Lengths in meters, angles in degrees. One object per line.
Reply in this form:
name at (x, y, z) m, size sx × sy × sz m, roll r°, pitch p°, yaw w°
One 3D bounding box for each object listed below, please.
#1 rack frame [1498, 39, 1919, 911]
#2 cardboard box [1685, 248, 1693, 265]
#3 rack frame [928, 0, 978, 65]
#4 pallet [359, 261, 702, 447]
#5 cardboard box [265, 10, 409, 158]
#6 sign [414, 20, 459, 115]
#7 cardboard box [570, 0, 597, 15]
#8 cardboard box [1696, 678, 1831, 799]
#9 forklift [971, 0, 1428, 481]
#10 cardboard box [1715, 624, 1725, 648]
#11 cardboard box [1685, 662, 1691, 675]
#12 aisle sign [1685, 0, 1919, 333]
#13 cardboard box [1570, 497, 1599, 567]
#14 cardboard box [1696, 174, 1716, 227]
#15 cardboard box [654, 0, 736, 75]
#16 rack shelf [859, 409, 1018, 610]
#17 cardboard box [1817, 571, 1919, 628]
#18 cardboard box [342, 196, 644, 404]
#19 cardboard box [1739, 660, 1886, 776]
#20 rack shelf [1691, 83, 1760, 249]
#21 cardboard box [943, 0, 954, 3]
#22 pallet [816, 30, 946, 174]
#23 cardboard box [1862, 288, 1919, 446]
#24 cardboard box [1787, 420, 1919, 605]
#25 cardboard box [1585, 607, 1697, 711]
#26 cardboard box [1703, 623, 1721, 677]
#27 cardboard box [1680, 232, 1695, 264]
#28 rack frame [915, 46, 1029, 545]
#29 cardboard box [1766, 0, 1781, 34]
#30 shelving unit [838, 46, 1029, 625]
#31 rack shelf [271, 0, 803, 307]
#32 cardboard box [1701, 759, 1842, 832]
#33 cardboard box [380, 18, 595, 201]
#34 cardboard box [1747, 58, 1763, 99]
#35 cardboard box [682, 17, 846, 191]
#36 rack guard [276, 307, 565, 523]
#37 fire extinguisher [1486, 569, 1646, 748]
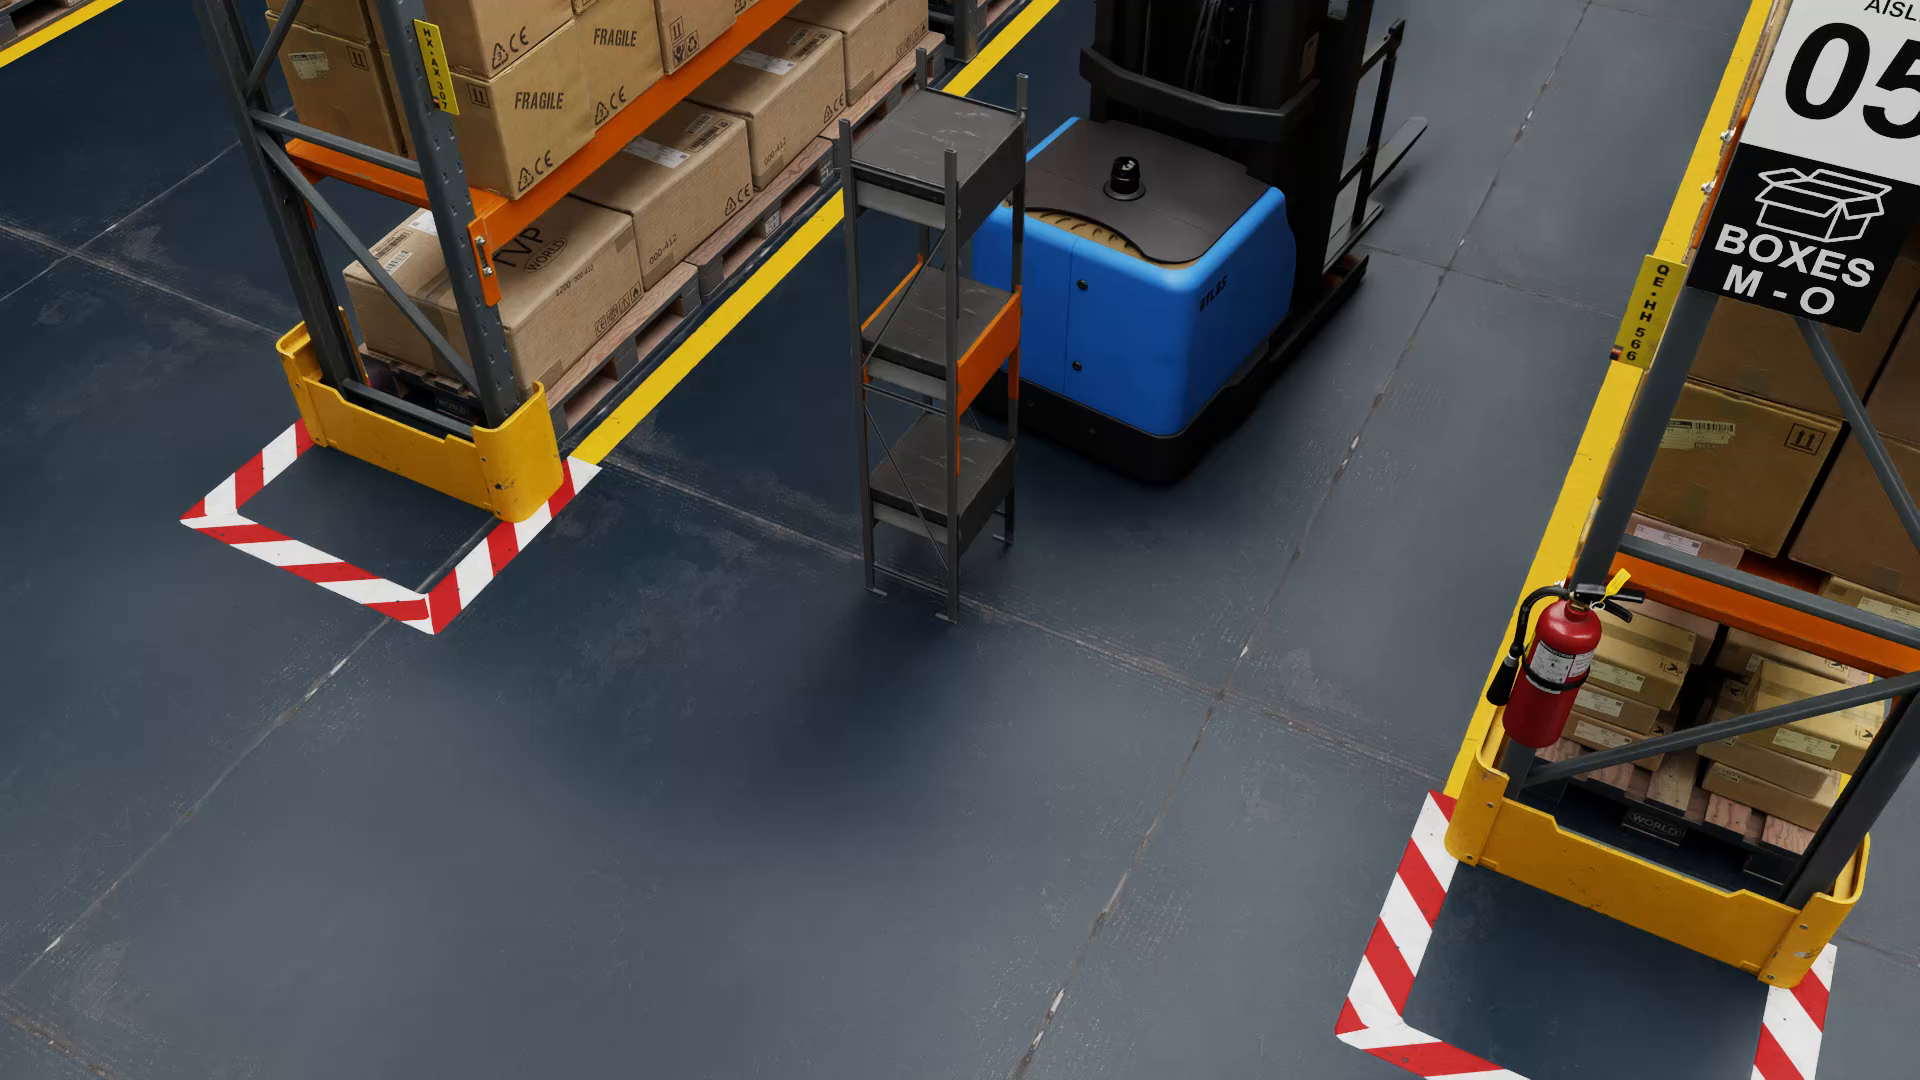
rack frame at (2.203, 0.148, 4.495) m, size 1.000 × 3.000 × 0.127 m, roll 20°, pitch 49°, yaw 19°
cardboard box at (2.428, -0.683, 5.037) m, size 0.500 × 0.500 × 0.500 m, roll 20°, pitch 49°, yaw 18°
rack frame at (-0.371, -3.943, 8.538) m, size 1.000 × 3.000 × 0.127 m, roll 20°, pitch 49°, yaw 19°
pallet at (-1.926, -0.972, 7.563) m, size 1.003 × 0.211 × 1.213 m, roll 20°, pitch 49°, yaw 19°
cardboard box at (-2.238, -1.850, 6.399) m, size 0.500 × 0.500 × 0.500 m, roll 21°, pitch 49°, yaw 19°
sign at (-1.739, -1.568, 5.527) m, size 0.100 × 0.325 × 0.005 m, roll 20°, pitch 49°, yaw 19°
cardboard box at (-1.519, -2.346, 6.186) m, size 0.500 × 0.500 × 0.500 m, roll 19°, pitch 48°, yaw 18°
cardboard box at (2.674, 0.652, 5.496) m, size 0.380 × 0.149 × 0.250 m, roll 22°, pitch 49°, yaw 21°
forklift at (1.281, -2.290, 6.953) m, size 1.130 × 2.935 × 3.031 m, roll 26°, pitch 51°, yaw 24°
cardboard box at (2.886, 0.315, 5.830) m, size 0.380 × 0.149 × 0.250 m, roll 21°, pitch 49°, yaw 20°
cardboard box at (2.365, 0.324, 5.821) m, size 0.380 × 0.149 × 0.250 m, roll 19°, pitch 48°, yaw 18°
aisle sign at (1.904, -0.819, 3.623) m, size 0.394 × 0.787 × 0.004 m, roll 20°, pitch 49°, yaw 19°
cardboard box at (2.400, 0.031, 5.901) m, size 0.380 × 0.149 × 0.250 m, roll 19°, pitch 48°, yaw 18°
cardboard box at (2.895, -1.316, 5.663) m, size 0.500 × 0.500 × 0.500 m, roll 23°, pitch 50°, yaw 21°
cardboard box at (-1.289, -2.308, 6.852) m, size 0.500 × 0.500 × 0.500 m, roll 20°, pitch 49°, yaw 19°
rack shelf at (-0.077, -0.132, 6.408) m, size 0.431 × 0.518 × 0.480 m, roll 20°, pitch 49°, yaw 19°
cardboard box at (2.644, 0.140, 4.679) m, size 0.380 × 0.149 × 0.250 m, roll 20°, pitch 49°, yaw 19°
cardboard box at (-2.010, -1.119, 7.253) m, size 0.875 × 0.438 × 0.875 m, roll 19°, pitch 48°, yaw 18°
cardboard box at (2.747, 0.575, 5.364) m, size 0.380 × 0.149 × 0.250 m, roll 18°, pitch 48°, yaw 17°
rack shelf at (3.132, -1.914, 4.929) m, size 1.077 × 0.370 × 4.000 m, roll 20°, pitch 49°, yaw 19°
cardboard box at (-0.154, -3.761, 9.556) m, size 0.875 × 0.875 × 0.875 m, roll 22°, pitch 49°, yaw 20°
pallet at (-0.793, -2.510, 9.082) m, size 1.003 × 0.211 × 1.213 m, roll 20°, pitch 49°, yaw 19°
cardboard box at (2.647, -0.539, 4.191) m, size 0.500 × 0.500 × 0.500 m, roll 20°, pitch 49°, yaw 19°
cardboard box at (2.656, -0.184, 4.543) m, size 0.500 × 0.500 × 0.500 m, roll 23°, pitch 50°, yaw 21°
cardboard box at (2.225, 0.376, 5.561) m, size 0.380 × 0.149 × 0.250 m, roll 21°, pitch 49°, yaw 19°
cardboard box at (2.888, 0.427, 5.928) m, size 0.380 × 0.149 × 0.250 m, roll 21°, pitch 49°, yaw 19°
cardboard box at (3.483, -1.227, 7.563) m, size 0.380 × 0.149 × 0.250 m, roll 22°, pitch 49°, yaw 20°
rack frame at (0.036, -0.788, 6.052) m, size 0.400 × 2.100 × 0.015 m, roll 20°, pitch 49°, yaw 19°
cardboard box at (2.907, -1.698, 5.337) m, size 0.500 × 0.500 × 0.500 m, roll 19°, pitch 48°, yaw 18°
shelving unit at (-0.077, -0.634, 5.900) m, size 0.431 × 2.100 × 0.503 m, roll 20°, pitch 49°, yaw 19°
rack shelf at (-1.300, -2.430, 7.549) m, size 1.077 × 0.370 × 4.000 m, roll 20°, pitch 49°, yaw 19°
cardboard box at (2.730, 0.778, 5.582) m, size 0.380 × 0.149 × 0.250 m, roll 21°, pitch 49°, yaw 20°
cardboard box at (-1.751, -1.666, 6.217) m, size 0.500 × 0.500 × 0.500 m, roll 20°, pitch 49°, yaw 19°
cardboard box at (2.431, -1.033, 4.680) m, size 0.500 × 0.500 × 0.500 m, roll 19°, pitch 48°, yaw 18°
cardboard box at (-1.173, -2.266, 8.386) m, size 0.875 × 0.438 × 0.875 m, roll 19°, pitch 48°, yaw 18°
rack guard at (-2.239, -0.529, 6.922) m, size 1.175 × 0.500 × 0.348 m, roll 20°, pitch 49°, yaw 19°
fire extinguisher at (1.678, 0.312, 4.649) m, size 0.296 × 0.674 × 0.183 m, roll 20°, pitch 49°, yaw 19°
